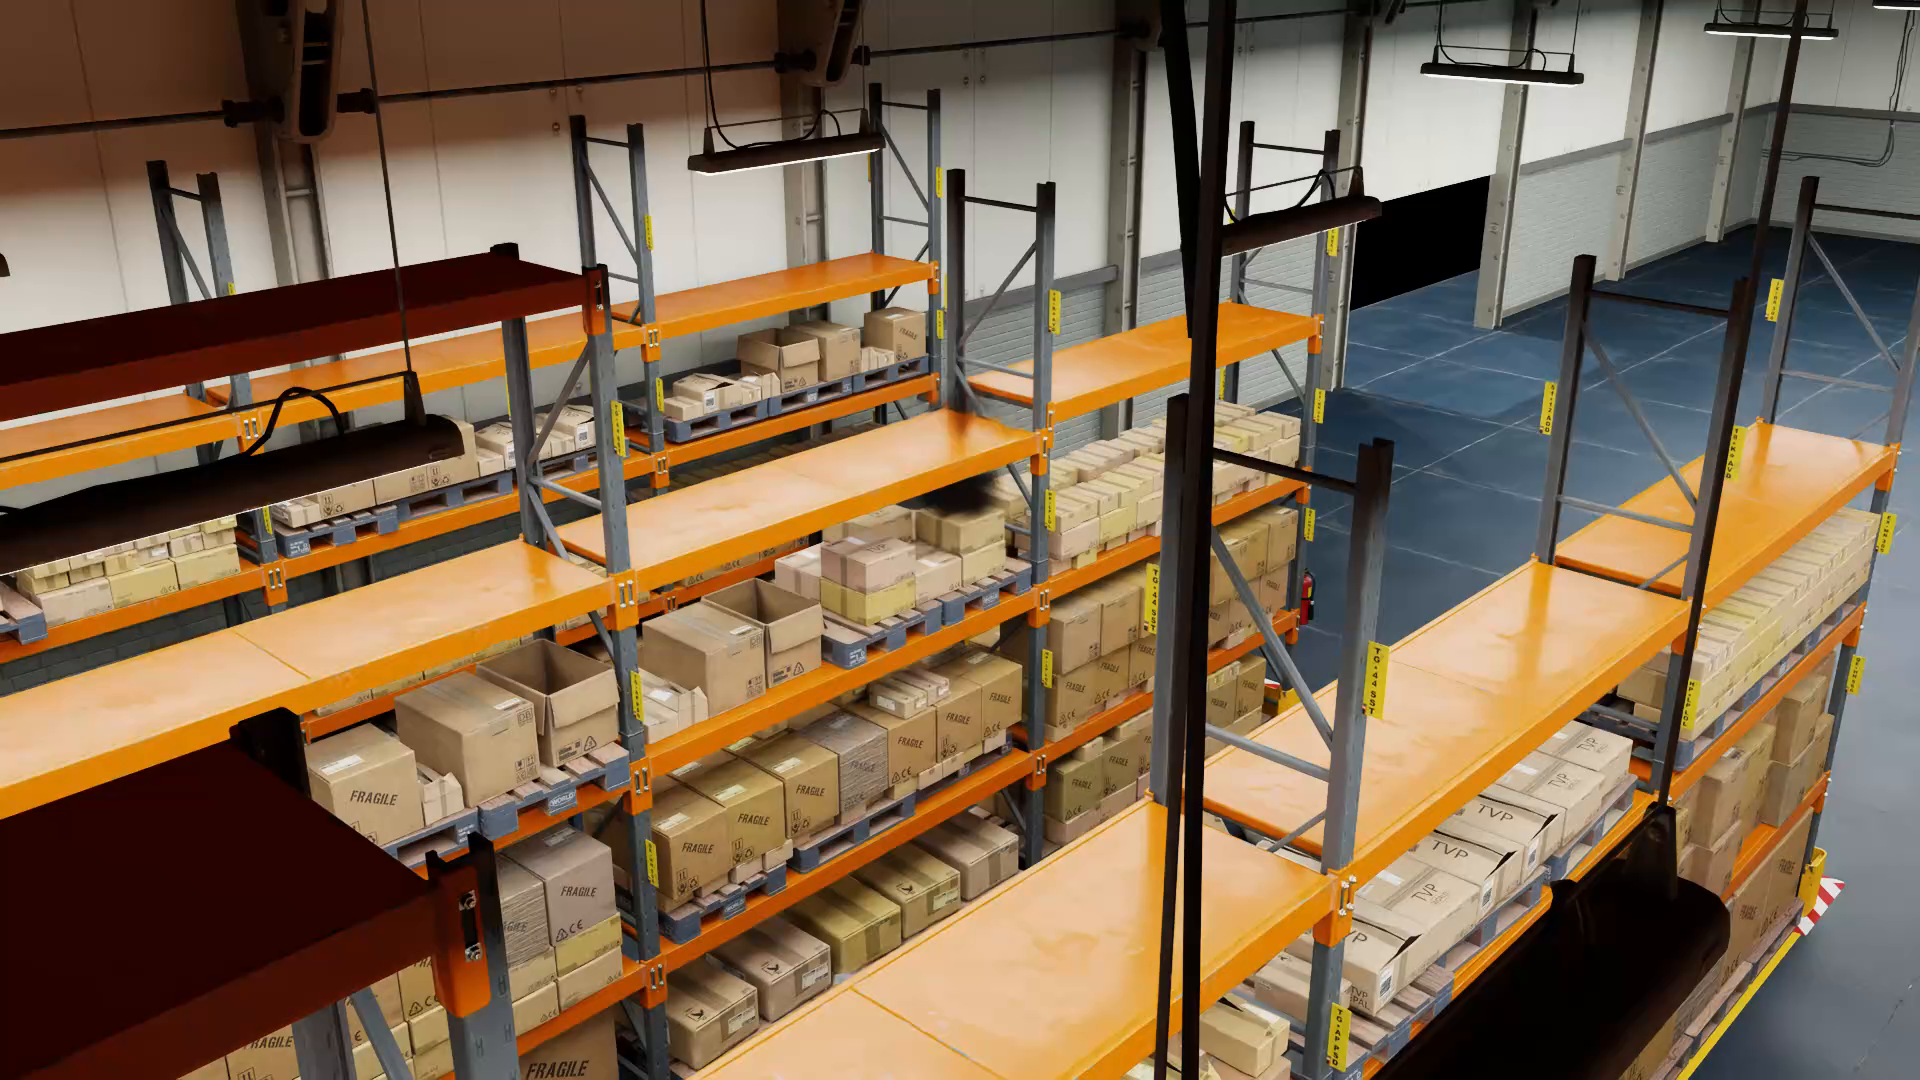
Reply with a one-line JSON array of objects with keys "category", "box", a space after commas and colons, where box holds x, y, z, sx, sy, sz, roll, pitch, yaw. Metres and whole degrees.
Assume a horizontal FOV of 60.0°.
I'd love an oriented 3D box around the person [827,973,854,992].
[{"category": "person", "box": [-0.606, 3.477, 10.899, 0.637, 1.631, 0.716, -7, 22, -17]}]
